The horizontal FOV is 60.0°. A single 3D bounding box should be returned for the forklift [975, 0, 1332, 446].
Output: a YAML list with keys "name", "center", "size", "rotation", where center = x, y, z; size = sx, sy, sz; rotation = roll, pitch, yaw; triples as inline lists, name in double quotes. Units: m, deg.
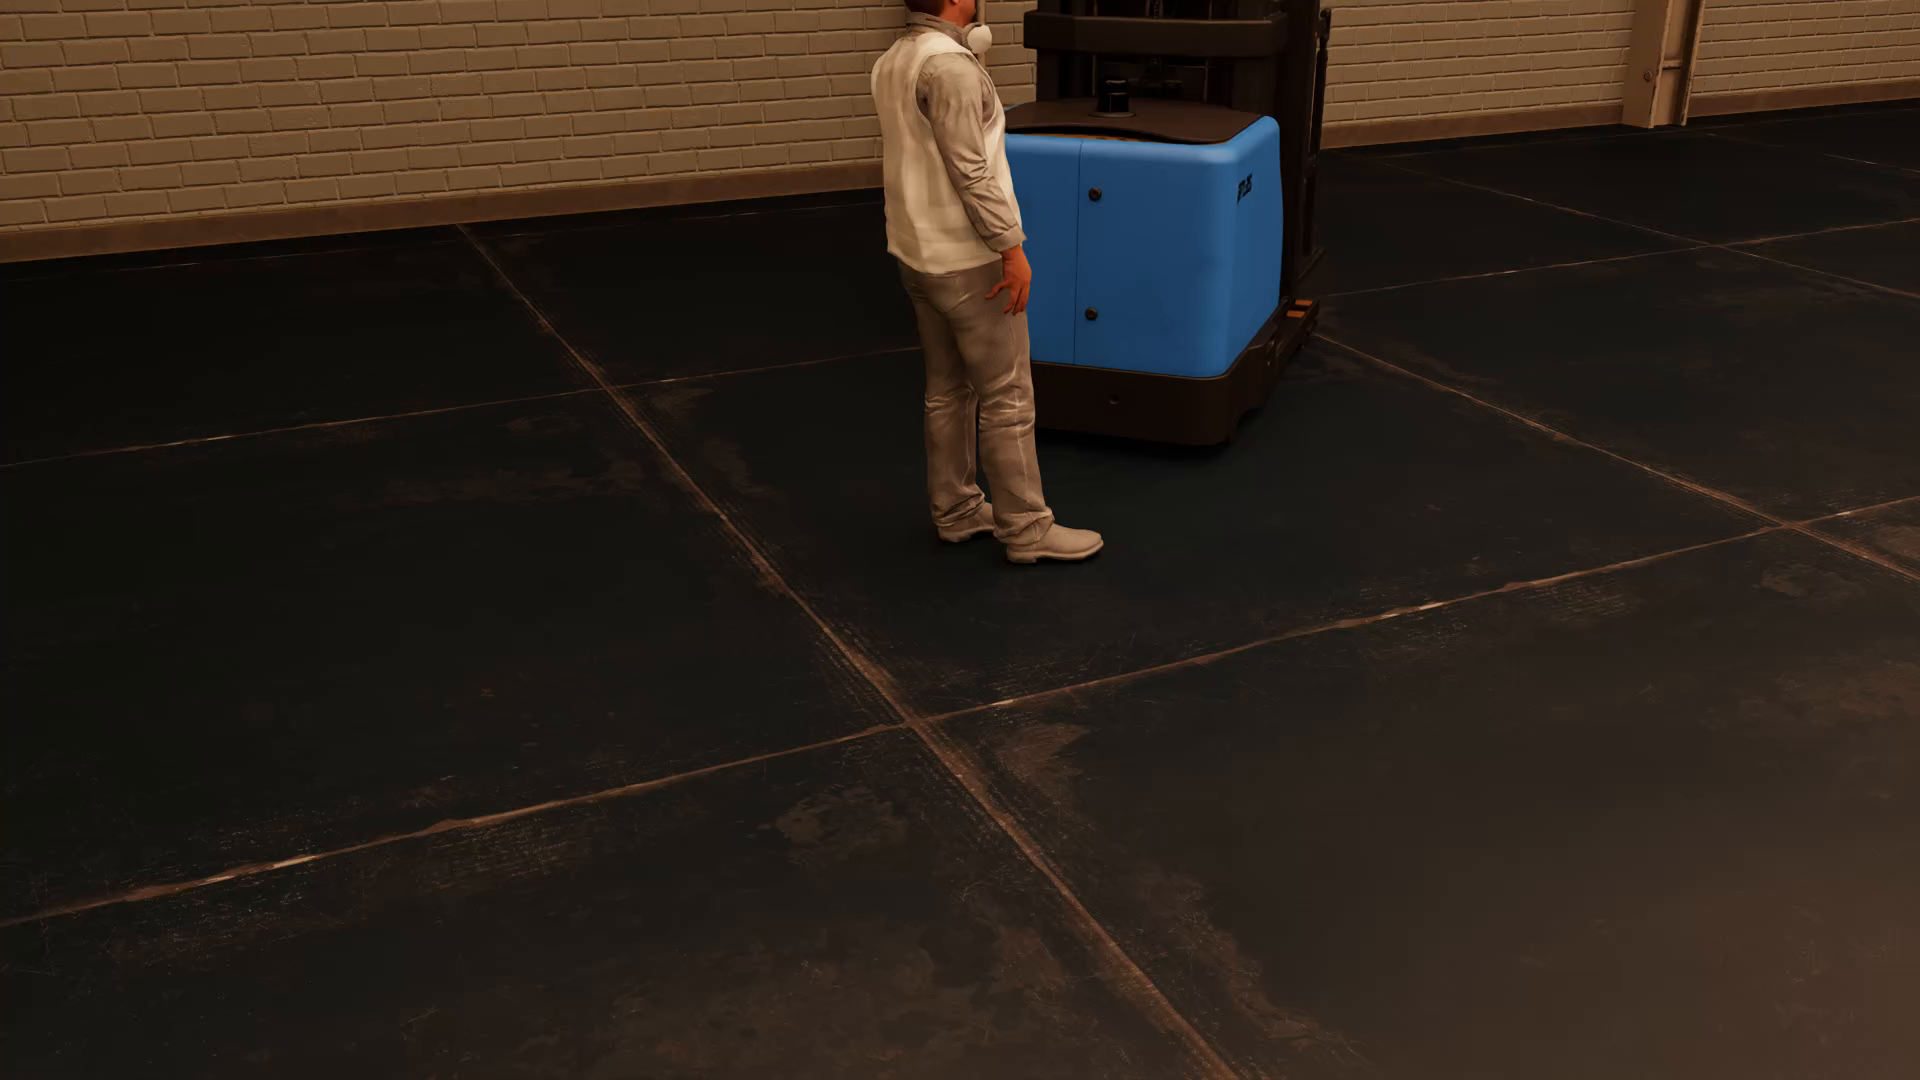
- name: "forklift"
  center: [0.924, -2.210, 6.607]
  size: [1.130, 2.935, 3.031]
  rotation: [8, 24, 19]

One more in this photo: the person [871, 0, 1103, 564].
- name: "person"
  center: [0.060, -0.833, 4.781]
  size: [0.567, 1.773, 0.632]
  rotation: [-10, 25, -23]
